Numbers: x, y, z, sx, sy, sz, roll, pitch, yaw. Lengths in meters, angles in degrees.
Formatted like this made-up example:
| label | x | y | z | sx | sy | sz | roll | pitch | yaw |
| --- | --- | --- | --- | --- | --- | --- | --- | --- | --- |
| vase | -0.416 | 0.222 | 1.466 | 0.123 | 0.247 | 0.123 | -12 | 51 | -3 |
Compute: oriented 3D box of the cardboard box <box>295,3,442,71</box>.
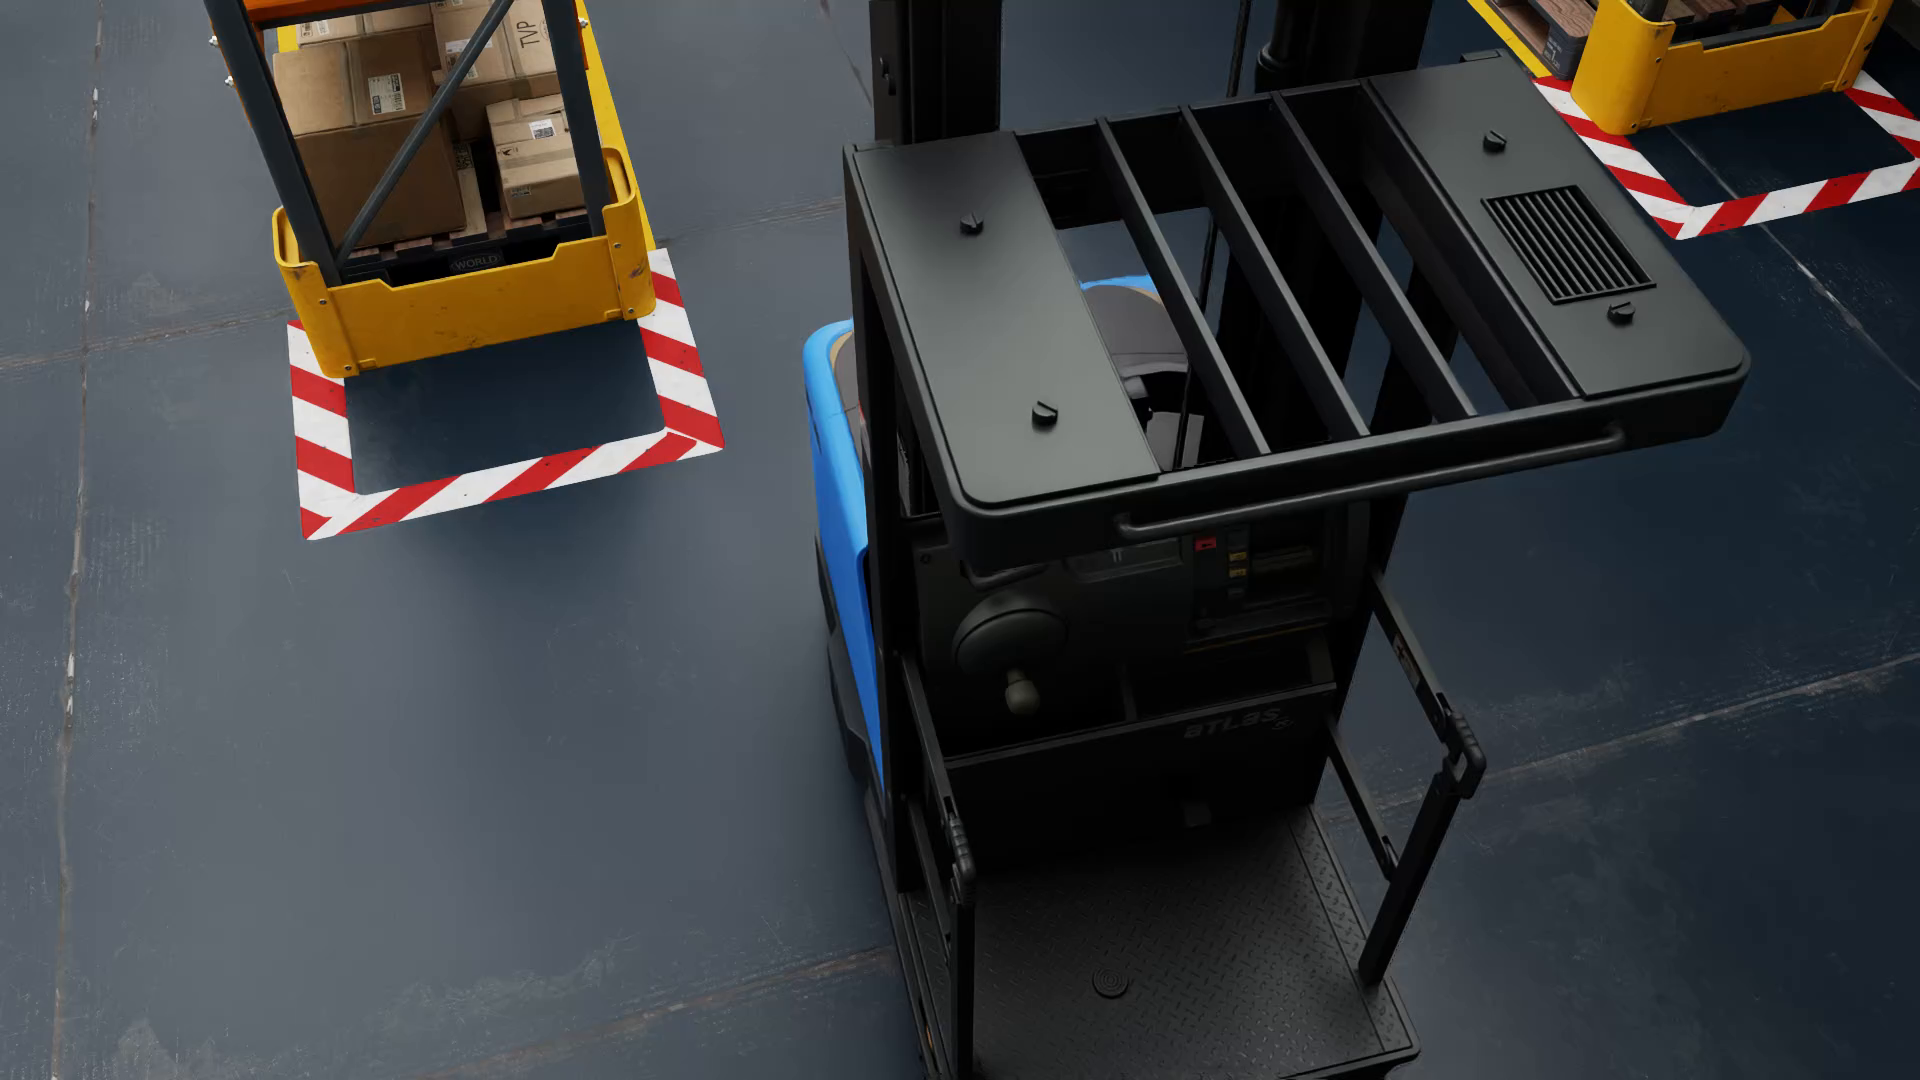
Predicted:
| label | x | y | z | sx | sy | sz | roll | pitch | yaw |
| --- | --- | --- | --- | --- | --- | --- | --- | --- | --- |
| cardboard box | -2.307 | -2.009 | 6.492 | 0.500 | 0.250 | 0.500 | -13 | 51 | -11 |

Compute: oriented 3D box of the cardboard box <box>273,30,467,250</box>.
| label | x | y | z | sx | sy | sz | roll | pitch | yaw |
| --- | --- | --- | --- | --- | --- | --- | --- | --- | --- |
| cardboard box | -2.055 | -1.389 | 5.806 | 0.500 | 0.500 | 0.500 | -13 | 51 | -11 |

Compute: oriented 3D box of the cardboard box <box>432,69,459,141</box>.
| label | x | y | z | sx | sy | sz | roll | pitch | yaw |
| --- | --- | --- | --- | --- | --- | --- | --- | --- | --- |
| cardboard box | -2.089 | -1.597 | 6.200 | 0.380 | 0.166 | 0.250 | -13 | 51 | -11 |

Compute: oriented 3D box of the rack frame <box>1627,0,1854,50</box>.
| label | x | y | z | sx | sy | sz | roll | pitch | yaw |
| --- | --- | --- | --- | --- | --- | --- | --- | --- | --- |
| rack frame | 3.072 | -2.834 | 5.677 | 1.000 | 3.000 | 0.127 | -13 | 51 | -11 |

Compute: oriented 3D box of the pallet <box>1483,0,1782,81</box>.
| label | x | y | z | sx | sy | sz | roll | pitch | yaw |
| --- | --- | --- | --- | --- | --- | --- | --- | --- | --- |
| pallet | 2.761 | -2.501 | 7.221 | 1.003 | 0.211 | 1.213 | -13 | 51 | -11 |

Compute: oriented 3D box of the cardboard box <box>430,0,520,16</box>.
| label | x | y | z | sx | sy | sz | roll | pitch | yaw |
| --- | --- | --- | --- | --- | --- | --- | --- | --- | --- |
| cardboard box | -1.844 | -2.158 | 6.618 | 0.500 | 0.250 | 0.500 | -13 | 51 | -11 |

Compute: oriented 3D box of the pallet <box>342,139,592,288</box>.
| label | x | y | z | sx | sy | sz | roll | pitch | yaw |
| --- | --- | --- | --- | --- | --- | --- | --- | --- | --- |
| pallet | -1.918 | -1.450 | 6.334 | 1.003 | 0.211 | 1.213 | -13 | 51 | -11 |

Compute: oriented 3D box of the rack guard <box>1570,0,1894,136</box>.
| label | x | y | z | sx | sy | sz | roll | pitch | yaw |
| --- | --- | --- | --- | --- | --- | --- | --- | --- | --- |
| rack guard | 3.079 | -2.011 | 6.618 | 1.175 | 0.500 | 0.348 | -13 | 51 | -11 |

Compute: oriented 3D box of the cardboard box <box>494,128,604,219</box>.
| label | x | y | z | sx | sy | sz | roll | pitch | yaw |
| --- | --- | --- | --- | --- | --- | --- | --- | --- | --- |
| cardboard box | -1.454 | -1.318 | 5.976 | 0.380 | 0.149 | 0.250 | -13 | 51 | -11 |

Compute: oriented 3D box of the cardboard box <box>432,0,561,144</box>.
| label | x | y | z | sx | sy | sz | roll | pitch | yaw |
| --- | --- | --- | --- | --- | --- | --- | --- | --- | --- |
| cardboard box | -1.696 | -1.793 | 6.310 | 0.500 | 0.250 | 0.500 | -13 | 51 | -11 |

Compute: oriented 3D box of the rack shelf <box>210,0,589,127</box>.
| label | x | y | z | sx | sy | sz | roll | pitch | yaw |
| --- | --- | --- | --- | --- | --- | --- | --- | --- | --- |
| rack shelf | -2.250 | -2.940 | 6.237 | 1.077 | 0.370 | 4.000 | -13 | 51 | -11 |

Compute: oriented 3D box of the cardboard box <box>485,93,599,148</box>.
| label | x | y | z | sx | sy | sz | roll | pitch | yaw |
| --- | --- | --- | --- | --- | --- | --- | --- | --- | --- |
| cardboard box | -1.528 | -1.506 | 6.123 | 0.380 | 0.166 | 0.250 | -13 | 51 | -11 |

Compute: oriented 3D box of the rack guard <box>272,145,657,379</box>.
| label | x | y | z | sx | sy | sz | roll | pitch | yaw |
| --- | --- | --- | --- | --- | --- | --- | --- | --- | --- |
| rack guard | -1.681 | -0.961 | 5.733 | 1.175 | 0.500 | 0.348 | -13 | 51 | -11 |

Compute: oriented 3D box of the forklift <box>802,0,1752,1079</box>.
| label | x | y | z | sx | sy | sz | roll | pitch | yaw |
| --- | --- | --- | --- | --- | --- | --- | --- | --- | --- |
| forklift | 0.421 | 0.200 | 3.165 | 1.130 | 2.935 | 3.031 | -11 | 51 | -9 |

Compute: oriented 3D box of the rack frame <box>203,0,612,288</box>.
| label | x | y | z | sx | sy | sz | roll | pitch | yaw |
| --- | --- | --- | --- | --- | --- | --- | --- | --- | --- |
| rack frame | -1.659 | -1.711 | 4.731 | 1.000 | 3.000 | 0.127 | -13 | 51 | -11 |
